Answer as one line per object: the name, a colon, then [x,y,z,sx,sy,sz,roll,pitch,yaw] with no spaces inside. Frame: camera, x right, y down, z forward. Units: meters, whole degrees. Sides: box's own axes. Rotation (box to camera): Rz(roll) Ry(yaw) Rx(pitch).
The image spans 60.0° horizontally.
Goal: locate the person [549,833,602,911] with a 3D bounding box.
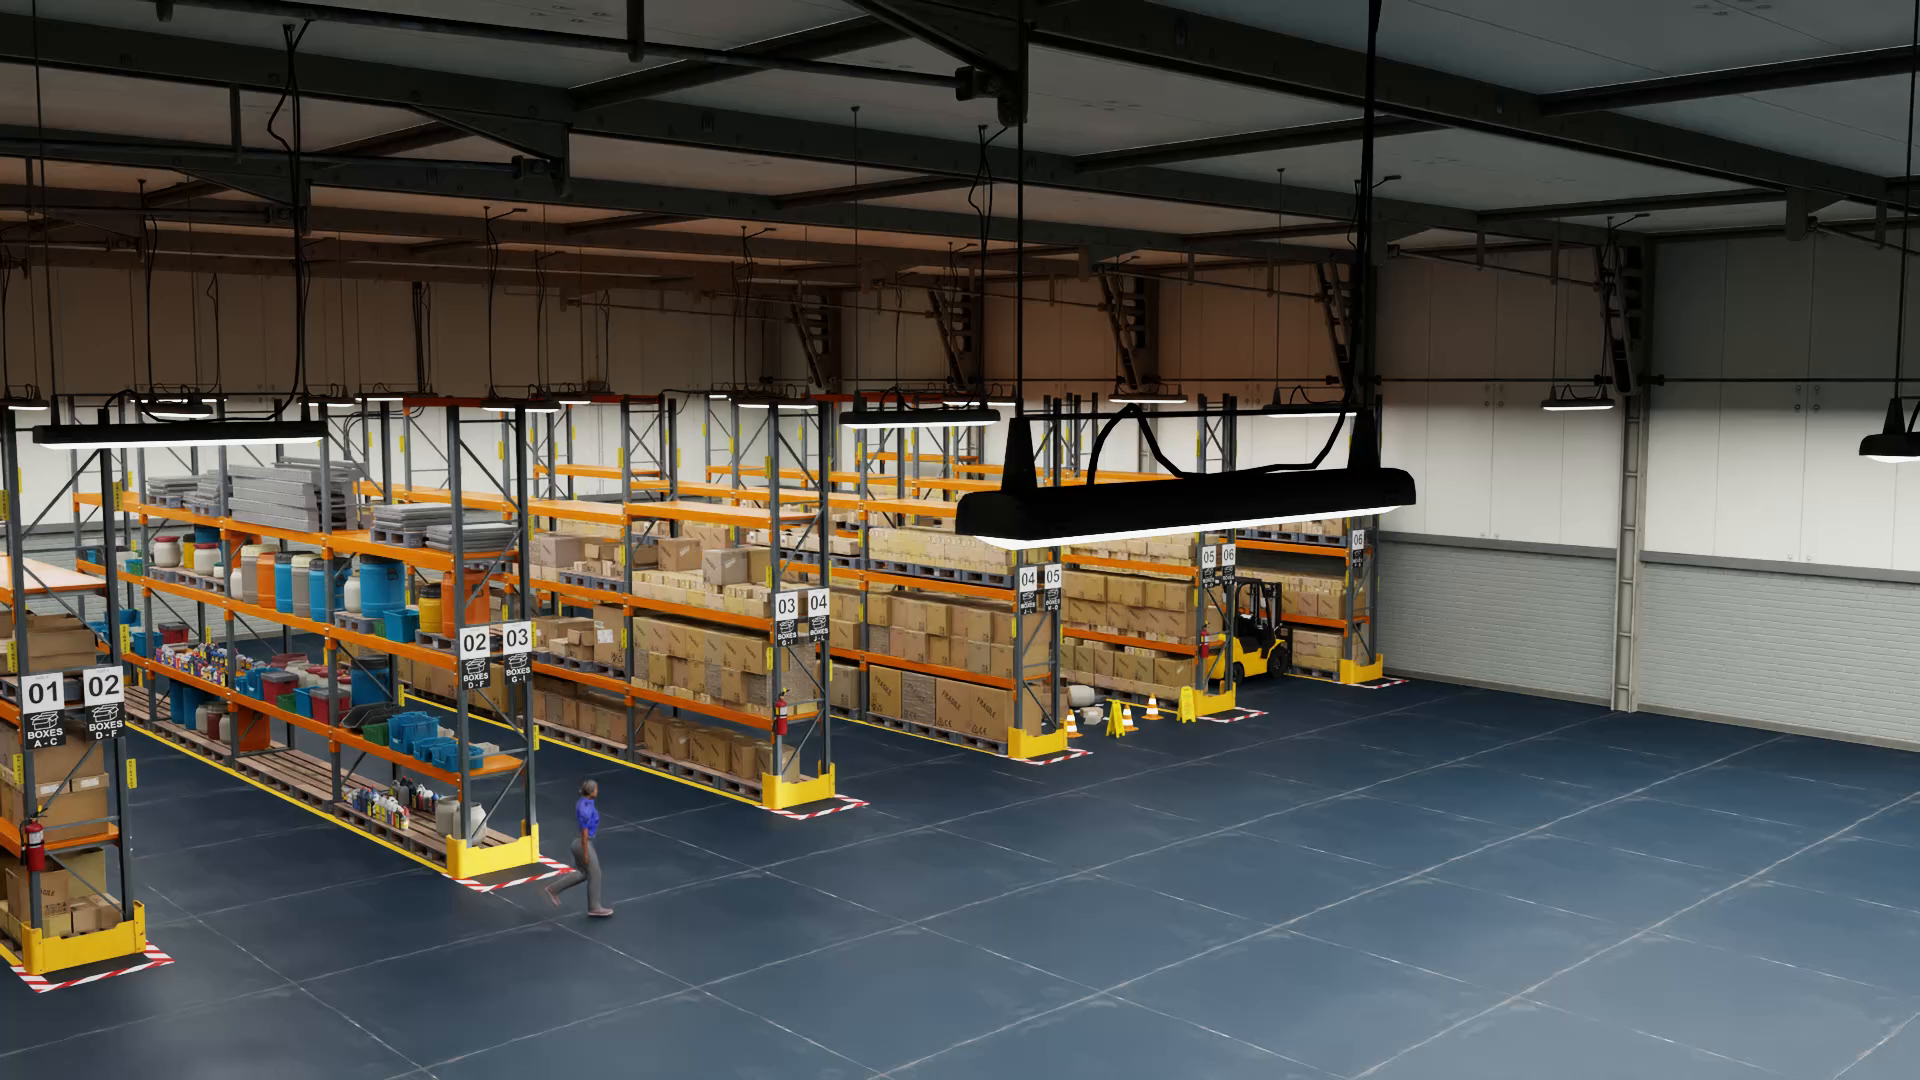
person: [-4.541,3.901,19.633,0.638,0.935,0.389,-1,6,-6]
